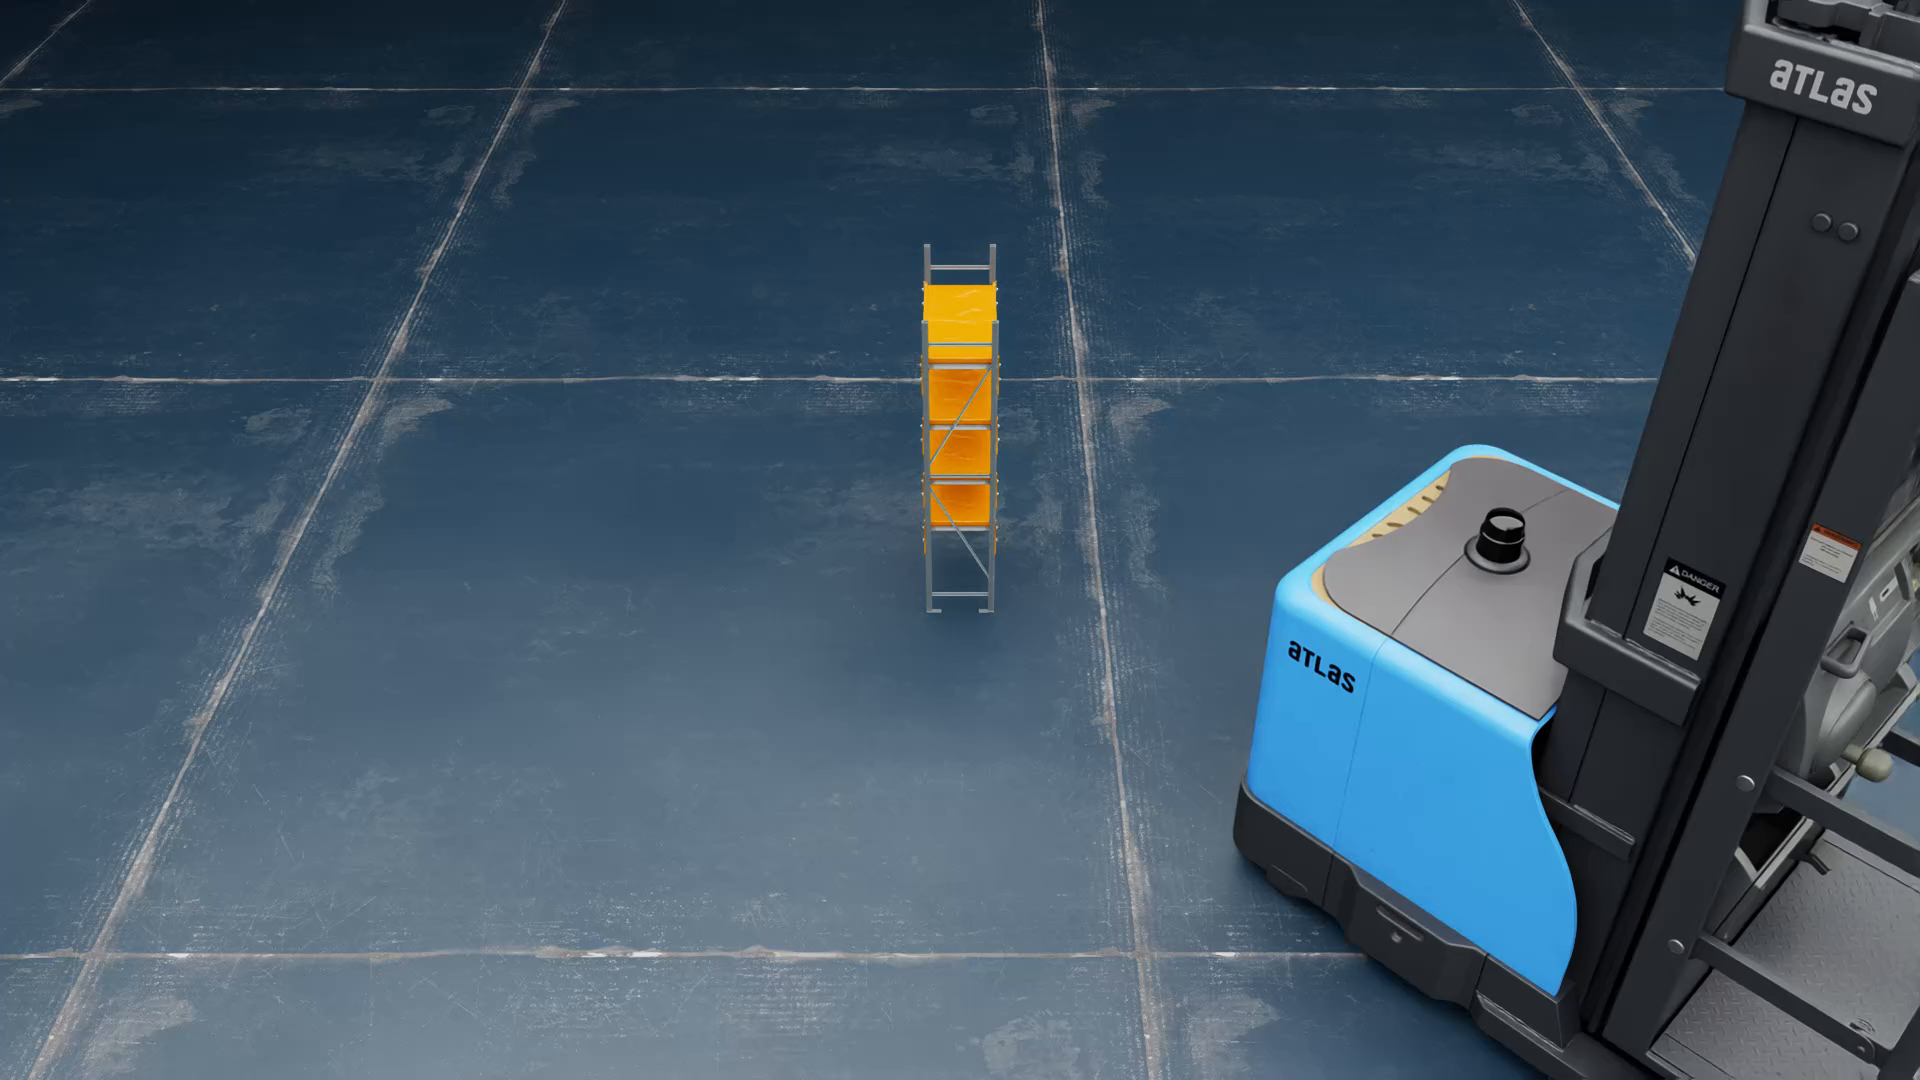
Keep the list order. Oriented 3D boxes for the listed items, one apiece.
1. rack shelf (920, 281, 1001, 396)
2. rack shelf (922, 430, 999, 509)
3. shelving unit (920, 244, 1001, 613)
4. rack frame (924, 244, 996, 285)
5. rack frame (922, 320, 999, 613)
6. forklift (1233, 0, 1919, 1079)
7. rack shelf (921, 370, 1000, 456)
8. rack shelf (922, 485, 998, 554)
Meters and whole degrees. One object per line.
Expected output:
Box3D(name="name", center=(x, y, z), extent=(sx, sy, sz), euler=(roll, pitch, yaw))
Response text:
Box3D(name="rack shelf", center=(0.000, -0.671, 5.500), extent=(0.258, 0.148, 0.480), euler=(0, 39, 0))
Box3D(name="rack shelf", center=(0.000, -0.312, 5.788), extent=(0.258, 0.148, 0.480), euler=(0, 39, 0))
Box3D(name="shelving unit", center=(0.000, -0.365, 5.746), extent=(0.258, 1.200, 0.503), euler=(0, 39, 0))
Box3D(name="rack frame", center=(0.000, -0.517, 5.936), extent=(0.240, 1.200, 0.015), euler=(0, 39, 0))
Box3D(name="rack frame", center=(0.000, -0.212, 5.555), extent=(0.240, 1.200, 0.015), euler=(0, 39, 0))
Box3D(name="forklift", center=(2.214, 0.255, 3.588), extent=(1.130, 2.935, 3.031), euler=(-32, 48, -33))
Box3D(name="rack shelf", center=(0.000, -0.487, 5.648), extent=(0.258, 0.148, 0.480), euler=(0, 39, 0))
Box3D(name="rack shelf", center=(0.000, -0.157, 5.912), extent=(0.258, 0.148, 0.480), euler=(0, 39, 0))
